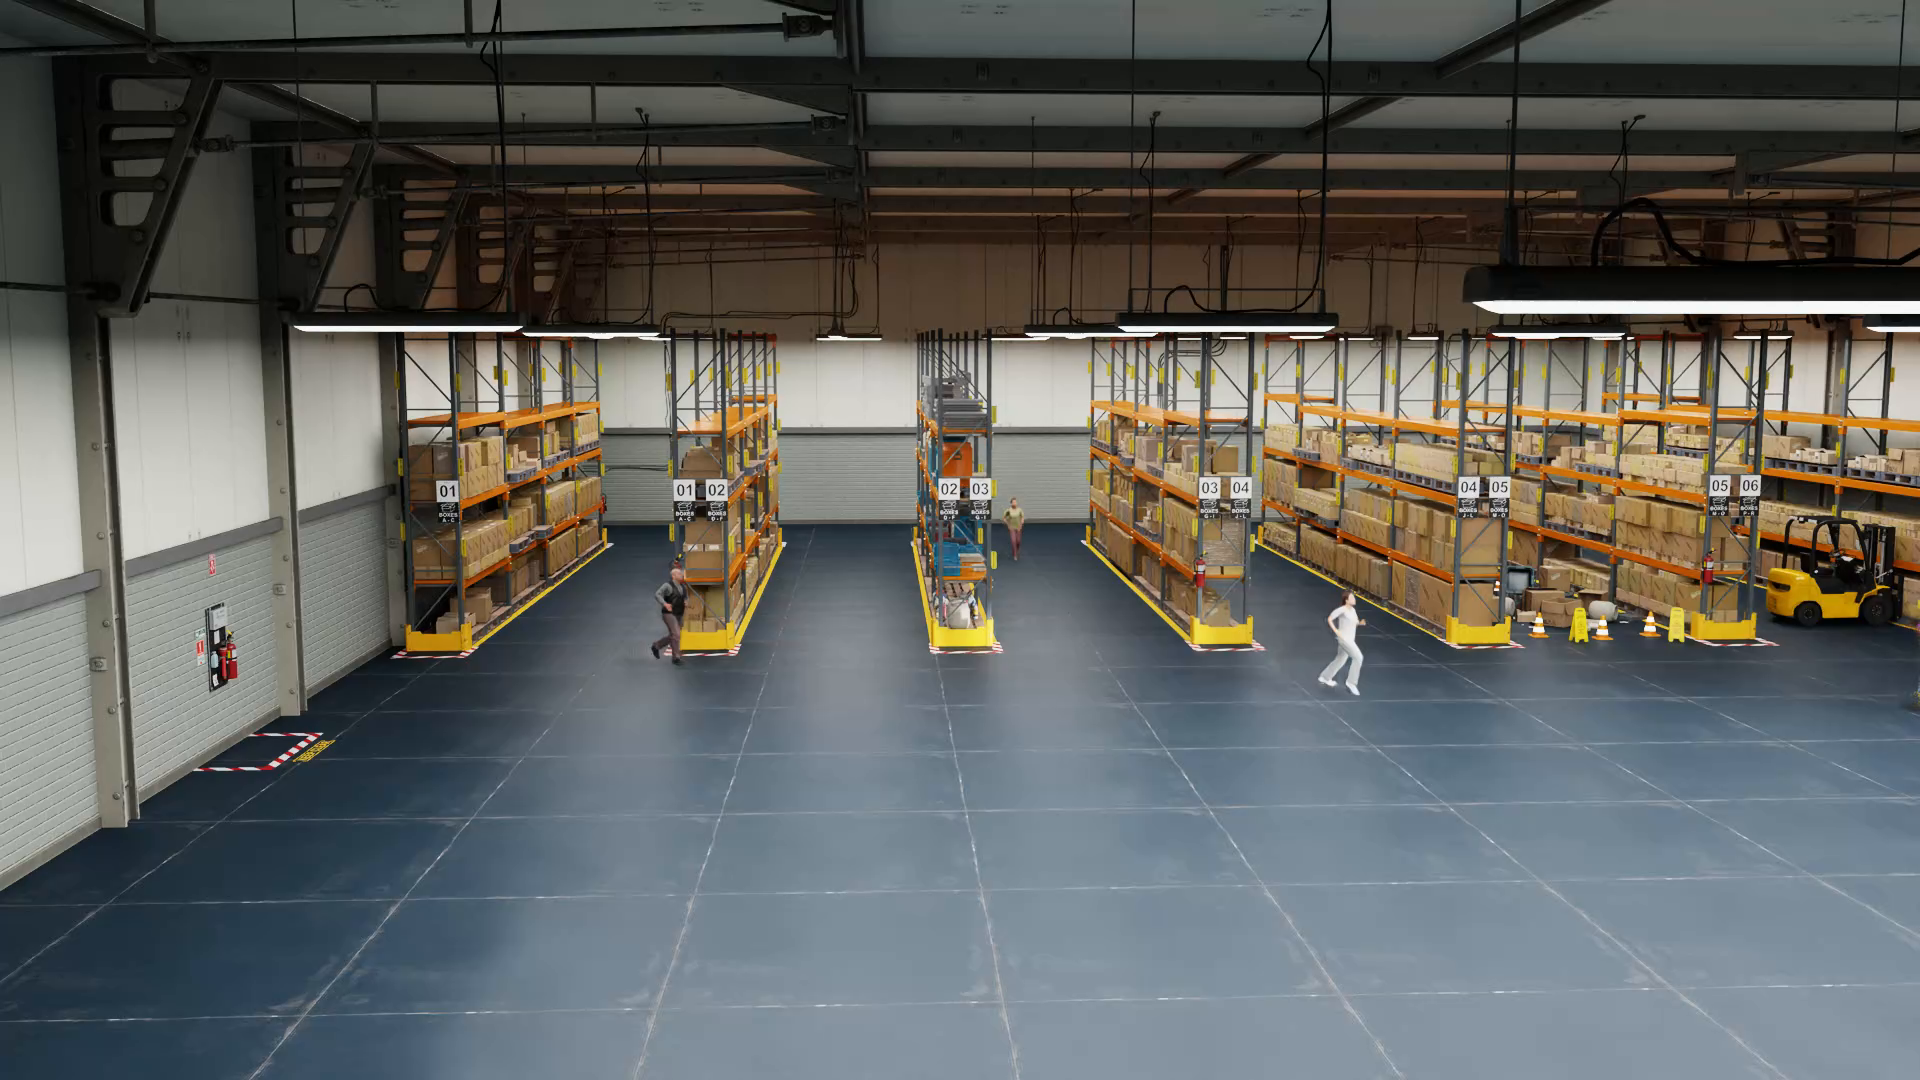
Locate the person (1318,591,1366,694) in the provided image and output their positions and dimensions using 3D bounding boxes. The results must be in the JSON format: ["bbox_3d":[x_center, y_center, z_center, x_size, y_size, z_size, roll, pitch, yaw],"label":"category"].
[{"bbox_3d":[6.315,1.680,27.467,0.787,1.708,0.545,4,8,32],"label":"person"}]

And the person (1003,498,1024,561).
[{"bbox_3d":[1.428,-0.298,44.237,0.589,1.643,0.619,-1,7,-7],"label":"person"}]

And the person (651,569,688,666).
[{"bbox_3d":[-5.176,1.365,30.016,0.864,1.708,0.692,4,8,33],"label":"person"}]
